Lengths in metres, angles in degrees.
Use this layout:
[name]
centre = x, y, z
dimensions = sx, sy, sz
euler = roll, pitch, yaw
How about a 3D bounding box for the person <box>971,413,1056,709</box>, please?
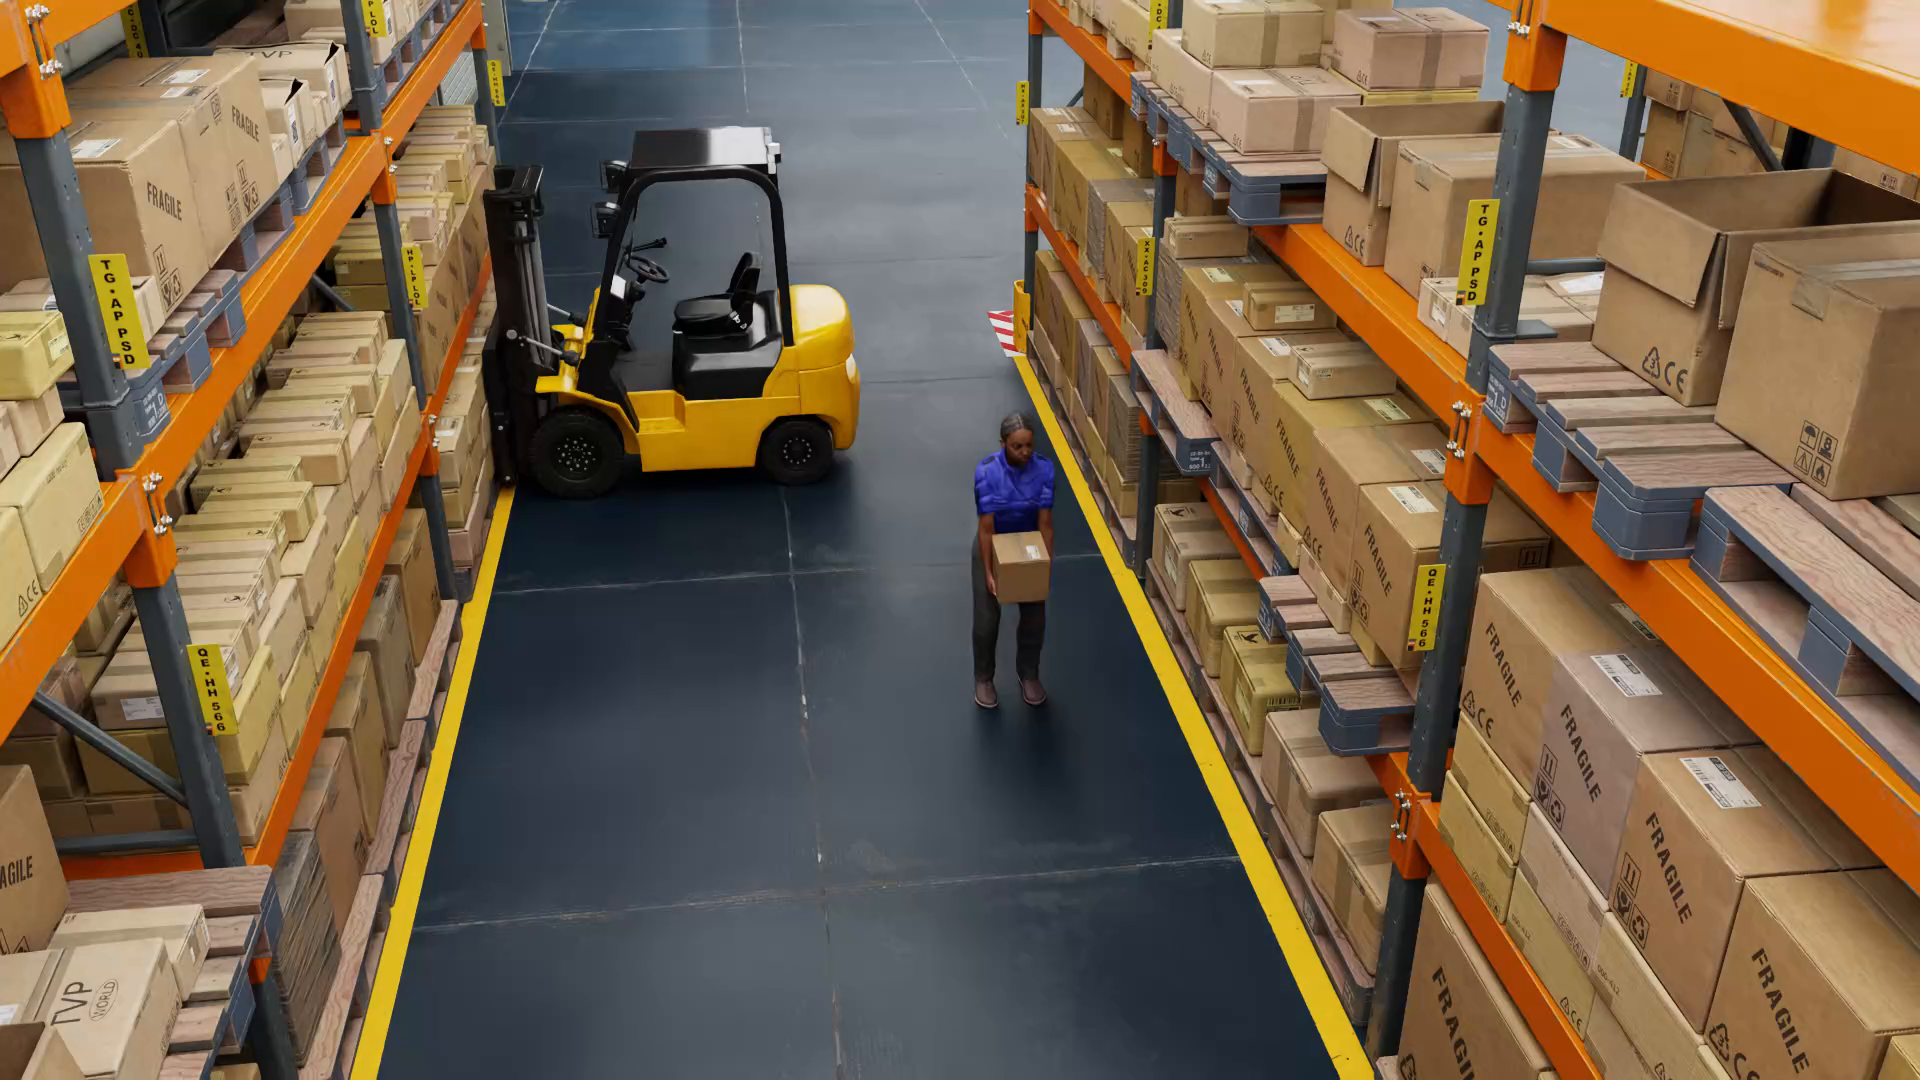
[person]
centre = 0.276, 0.122, 8.410
dimensions = 0.412, 1.647, 0.531
euler = -4, 28, -8
